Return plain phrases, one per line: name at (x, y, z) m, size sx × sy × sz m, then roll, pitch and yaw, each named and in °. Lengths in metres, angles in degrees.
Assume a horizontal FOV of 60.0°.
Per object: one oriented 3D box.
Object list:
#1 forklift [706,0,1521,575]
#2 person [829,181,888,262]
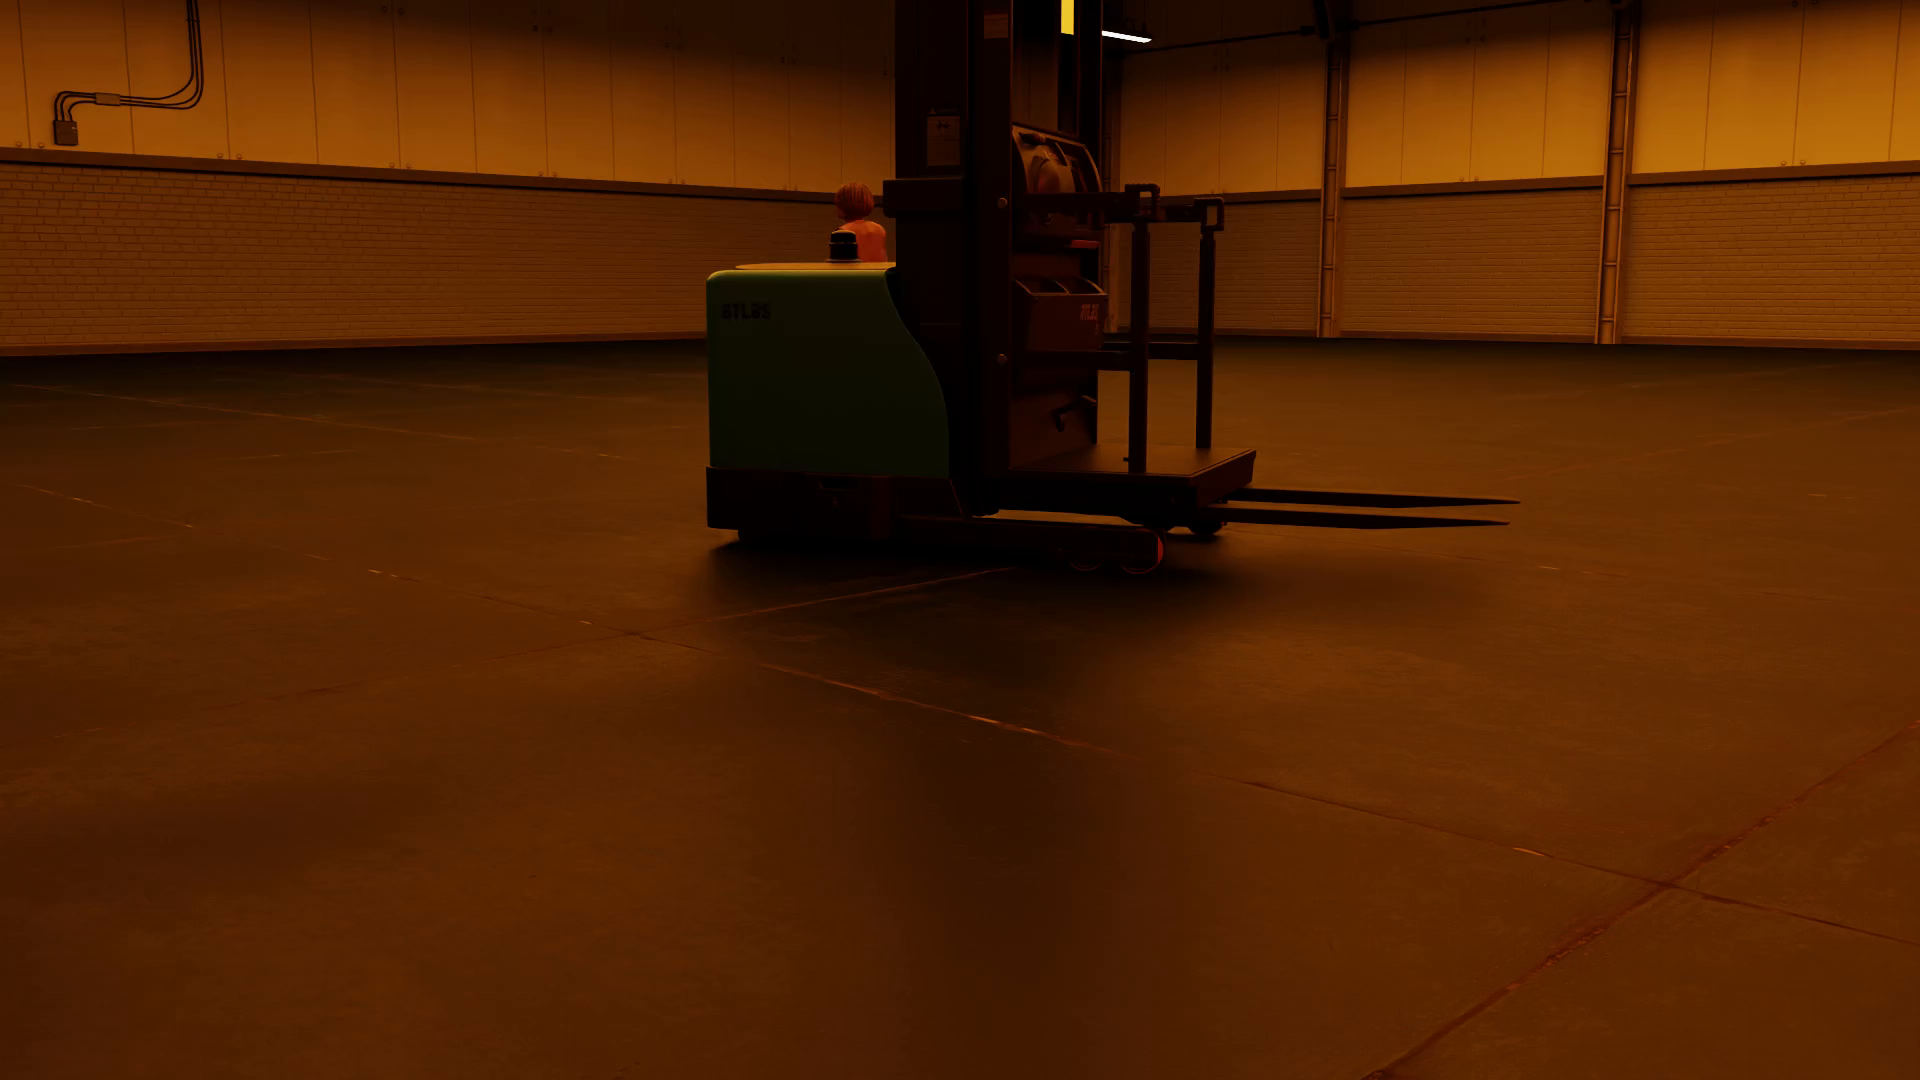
forklift at (0.565, -1.416, 6.275) m, size 3.031 × 2.935 × 1.130 m, roll 3°, pitch 9°, yaw 22°
person at (-0.665, -1.249, 9.600) m, size 0.472 × 1.600 × 0.522 m, roll 7°, pitch 11°, yaw 38°
